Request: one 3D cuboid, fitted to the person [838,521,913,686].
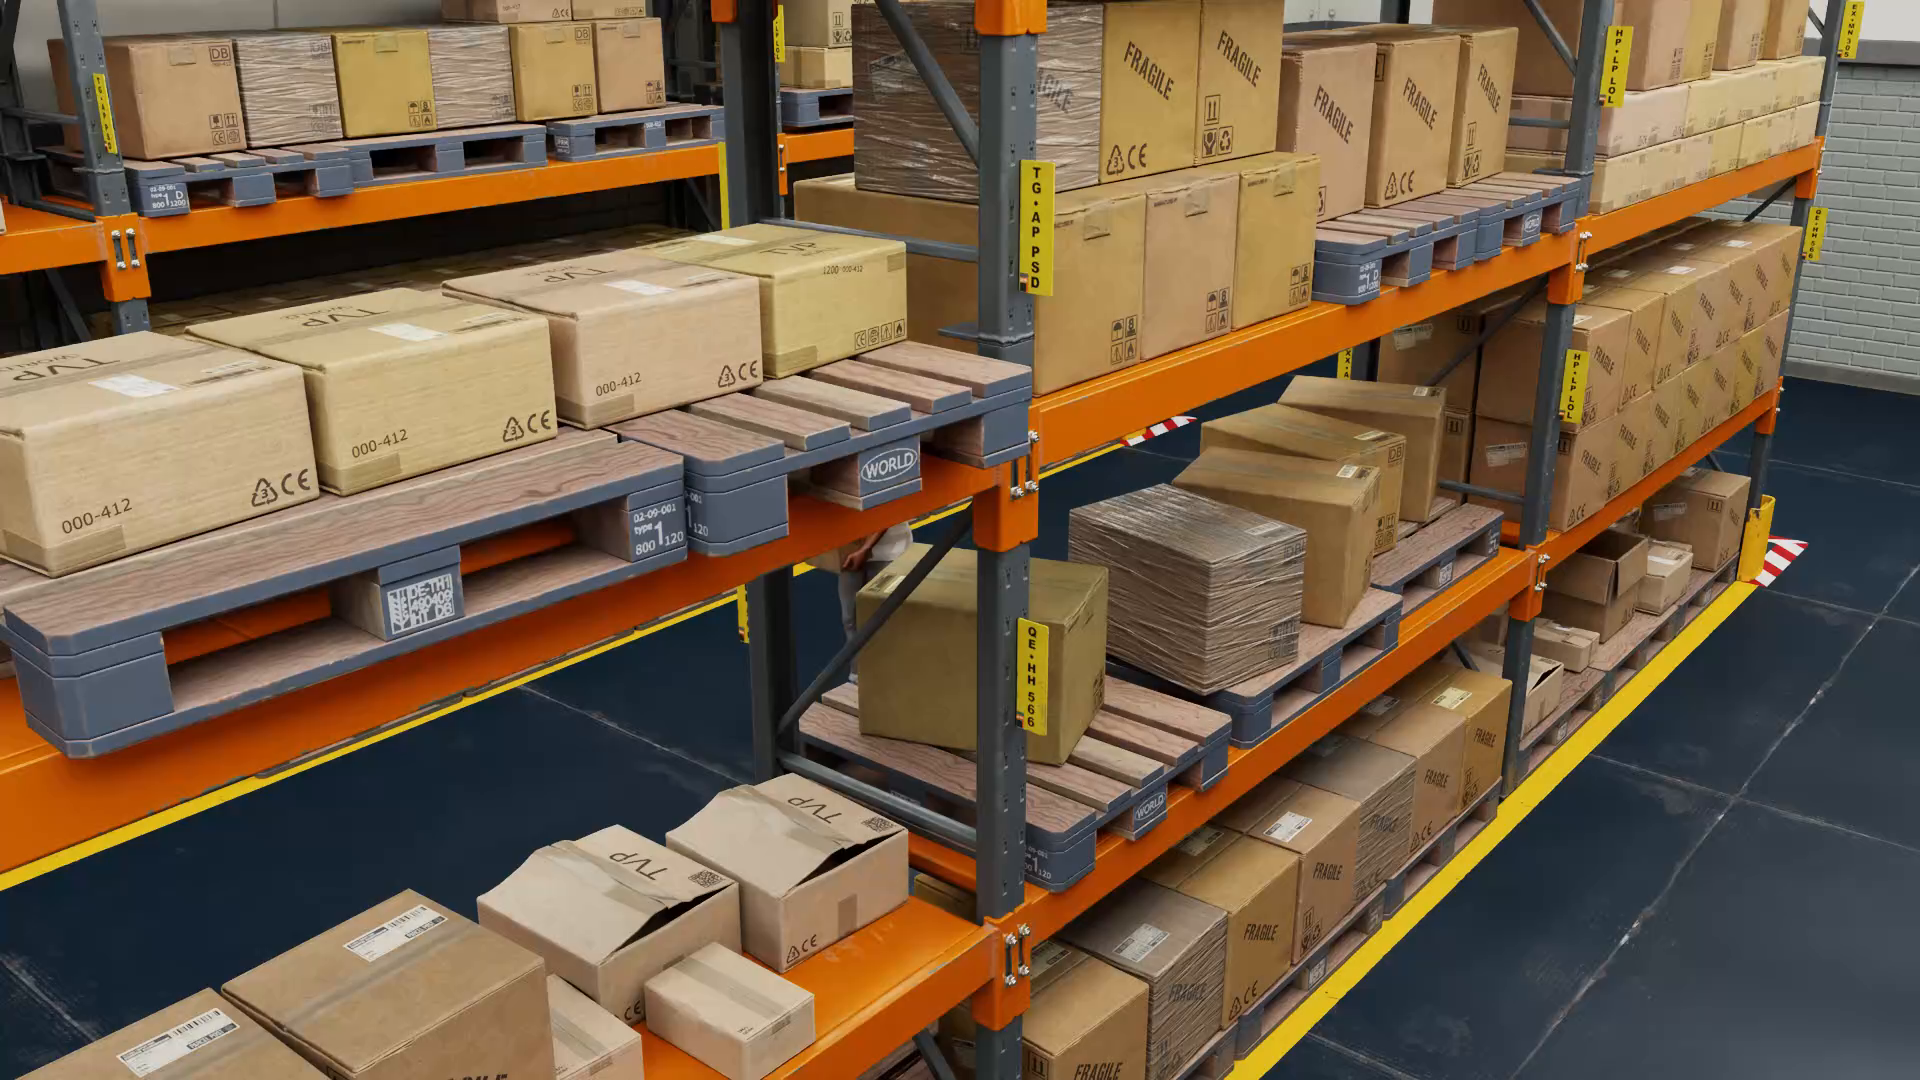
[{"bbox_3d":[-0.508,0.094,8.793,0.502,1.761,0.577,16,25,37],"label":"person"}]
